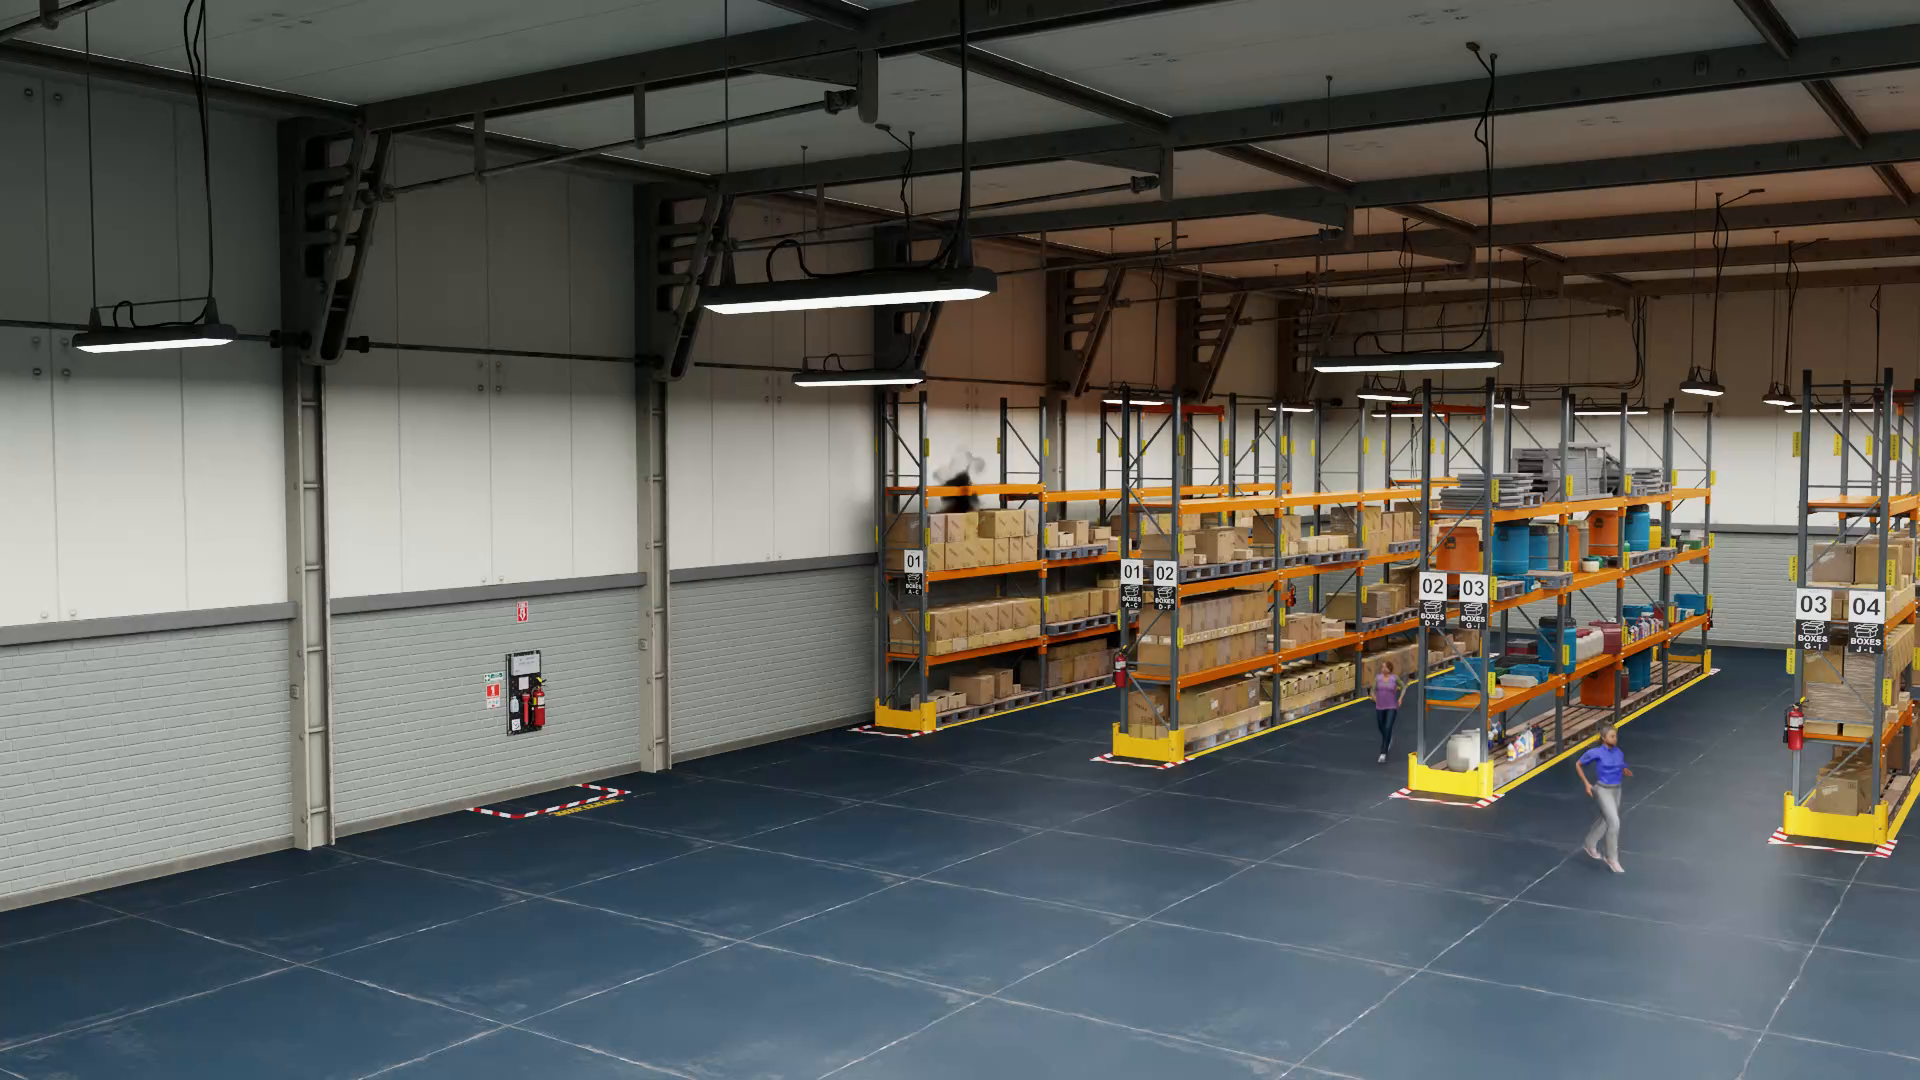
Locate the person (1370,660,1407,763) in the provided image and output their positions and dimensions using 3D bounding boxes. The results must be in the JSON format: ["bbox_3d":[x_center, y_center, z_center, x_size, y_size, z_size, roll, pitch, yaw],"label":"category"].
[{"bbox_3d":[6.855,2.724,26.715,0.553,1.597,0.849,2,4,28],"label":"person"}]

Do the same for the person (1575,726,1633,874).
[{"bbox_3d":[7.704,3.073,19.825,0.549,1.716,0.762,-2,4,-28],"label":"person"}]
